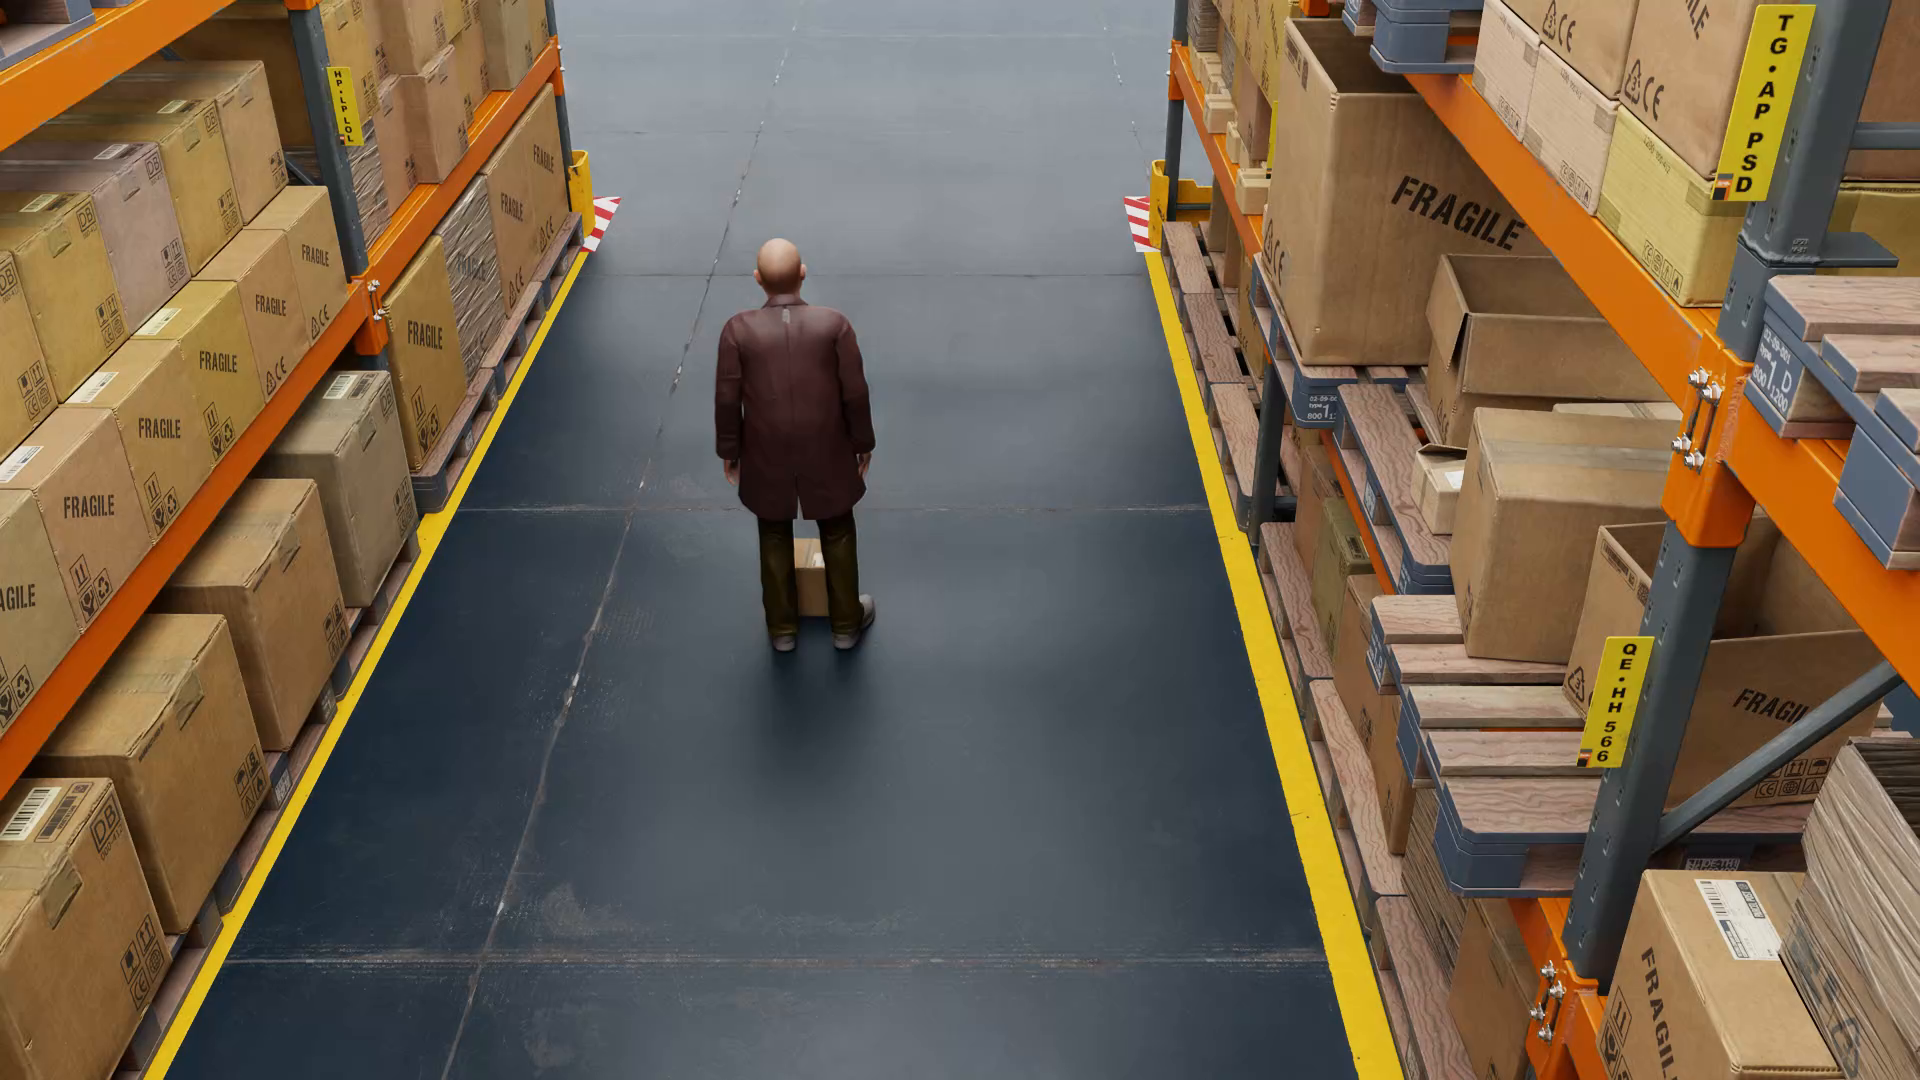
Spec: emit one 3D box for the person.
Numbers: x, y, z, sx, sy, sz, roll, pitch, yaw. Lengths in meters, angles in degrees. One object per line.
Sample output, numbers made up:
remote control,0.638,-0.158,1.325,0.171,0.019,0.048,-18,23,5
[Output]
person,-0.665,-0.273,6.797,0.646,1.571,0.429,-2,31,-3
